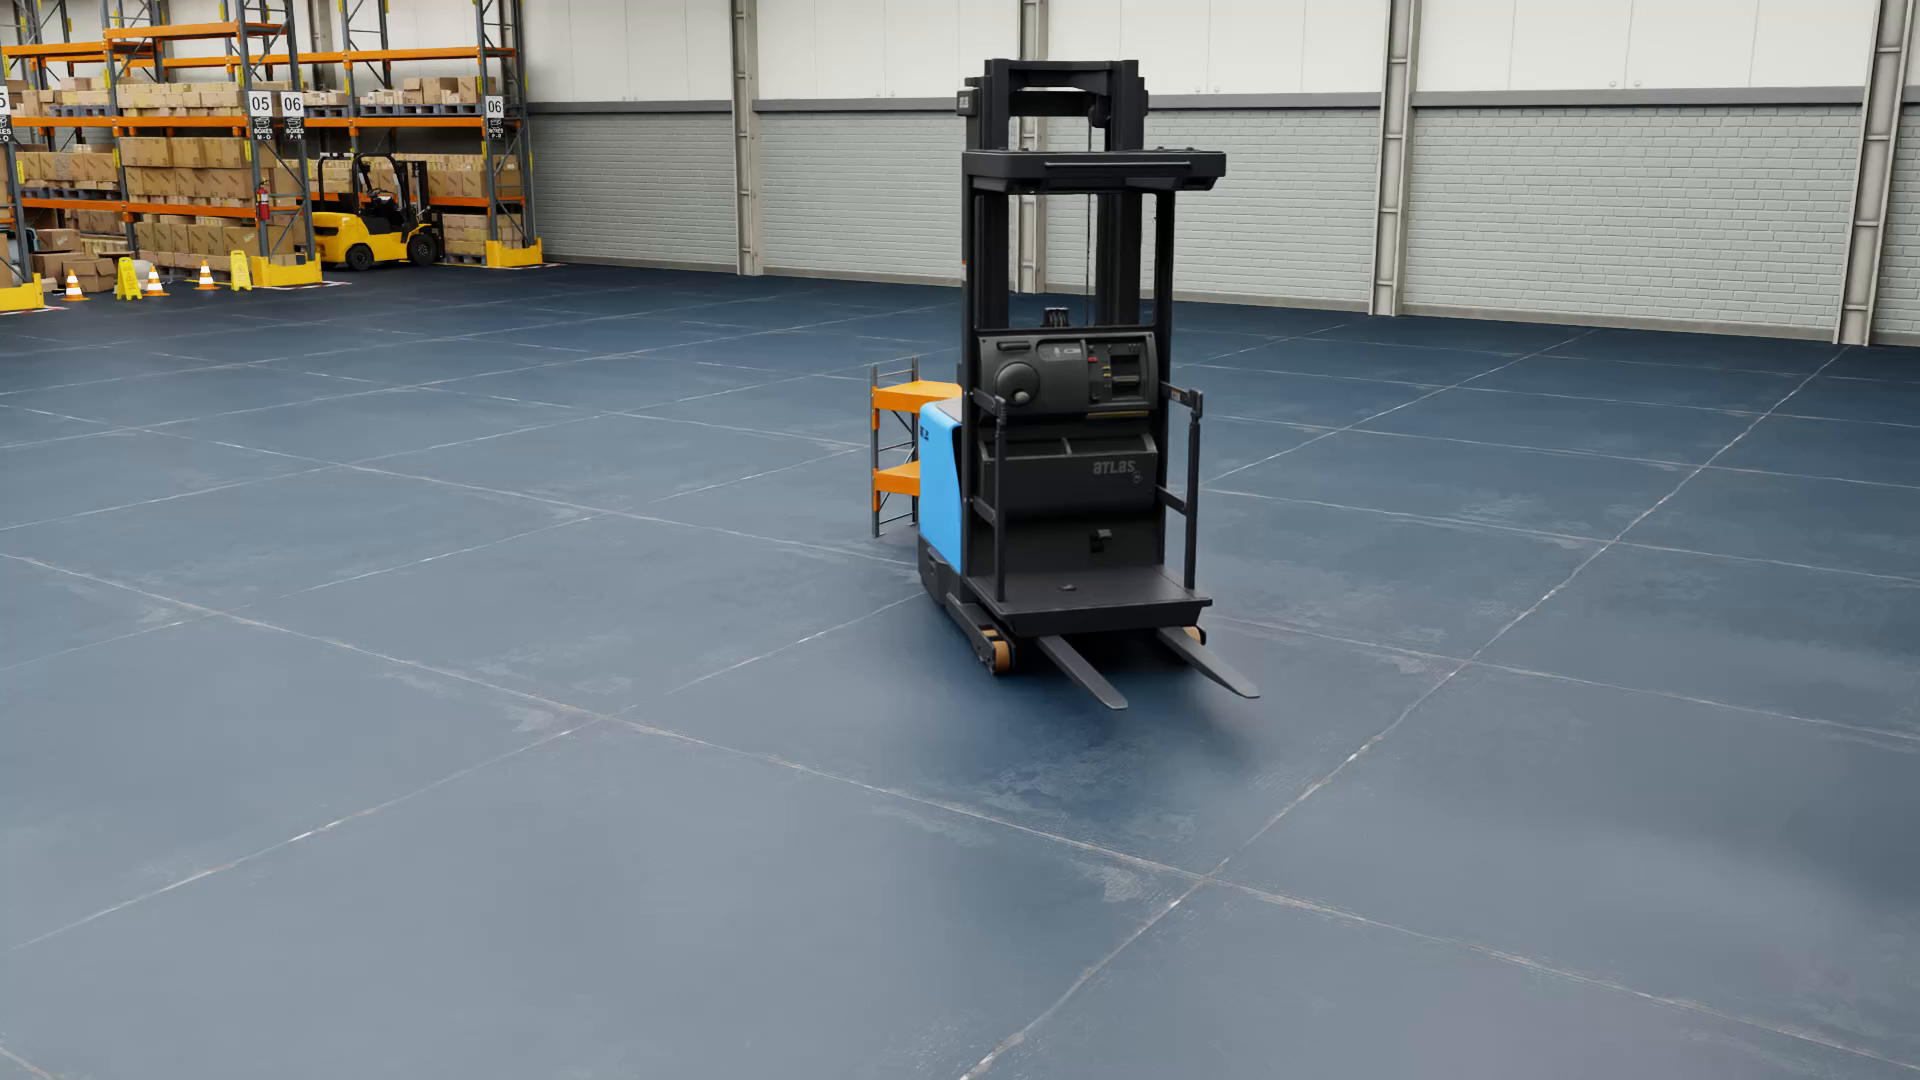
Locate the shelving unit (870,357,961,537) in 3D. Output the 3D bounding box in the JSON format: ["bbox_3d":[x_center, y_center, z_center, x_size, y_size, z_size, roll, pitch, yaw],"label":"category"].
[{"bbox_3d":[-0.006,-0.547,10.692,1.048,1.125,0.538,9,17,33],"label":"shelving unit"}]

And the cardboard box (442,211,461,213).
[{"bbox_3d":[-10.276,-6.509,33.642,0.500,0.250,0.500,9,16,32],"label":"cardboard box"}]

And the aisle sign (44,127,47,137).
[{"bbox_3d":[-22.233,-10.205,40.395,0.004,0.787,0.394,9,17,33],"label":"aisle sign"}]

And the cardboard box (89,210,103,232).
[{"bbox_3d":[-20.487,-7.669,39.888,0.500,0.500,0.500,10,17,34],"label":"cardboard box"}]

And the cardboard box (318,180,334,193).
[{"bbox_3d":[-13.040,-7.392,34.754,0.500,0.250,0.500,9,17,32],"label":"cardboard box"}]

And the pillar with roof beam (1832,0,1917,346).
[{"bbox_3d":[8.701,-5.955,16.152,0.400,9.000,9.100,9,17,33],"label":"pillar with roof beam"}]

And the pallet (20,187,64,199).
[{"bbox_3d":[-17.491,-6.762,32.296,1.003,0.211,1.213,9,17,33],"label":"pallet"}]

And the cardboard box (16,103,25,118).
[{"bbox_3d":[-17.763,-8.210,31.783,0.258,0.266,0.396,9,17,33],"label":"cardboard box"}]

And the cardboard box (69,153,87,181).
[{"bbox_3d":[-16.171,-6.943,30.925,0.500,0.500,0.500,10,17,35],"label":"cardboard box"}]

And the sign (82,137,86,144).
[{"bbox_3d":[-21.686,-9.816,41.166,0.005,0.325,0.100,9,17,33],"label":"sign"}]

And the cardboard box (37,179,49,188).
[{"bbox_3d":[-17.342,-6.799,31.696,0.250,0.149,0.380,9,17,33],"label":"cardboard box"}]

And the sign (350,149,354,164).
[{"bbox_3d":[-12.350,-7.797,33.834,0.005,0.325,0.100,9,17,33],"label":"sign"}]

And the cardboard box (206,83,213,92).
[{"bbox_3d":[-12.545,-7.681,28.231,0.250,0.149,0.380,9,17,33],"label":"cardboard box"}]

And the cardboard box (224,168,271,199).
[{"bbox_3d":[-12.107,-6.067,28.263,0.500,0.500,0.500,9,16,32],"label":"cardboard box"}]

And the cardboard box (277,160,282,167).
[{"bbox_3d":[-14.375,-8.056,35.567,0.250,0.149,0.380,9,17,33],"label":"cardboard box"}]

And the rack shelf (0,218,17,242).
[{"bbox_3d":[-15.842,-4.775,25.367,4.000,0.370,1.077,9,17,33],"label":"rack shelf"}]

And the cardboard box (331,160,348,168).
[{"bbox_3d":[-12.861,-7.822,34.622,0.250,0.149,0.380,9,17,33],"label":"cardboard box"}]

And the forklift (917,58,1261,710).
[{"bbox_3d":[0.607,-0.865,8.220,1.130,2.935,3.031,-3,14,-14],"label":"forklift"}]

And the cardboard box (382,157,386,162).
[{"bbox_3d":[-11.472,-7.740,33.669,0.250,0.149,0.380,9,16,32],"label":"cardboard box"}]

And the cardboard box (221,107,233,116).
[{"bbox_3d":[-12.180,-7.209,27.985,0.250,0.149,0.380,9,17,33],"label":"cardboard box"}]

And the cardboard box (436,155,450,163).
[{"bbox_3d":[-10.048,-7.478,32.613,0.250,0.149,0.380,10,17,34],"label":"cardboard box"}]

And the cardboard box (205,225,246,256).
[{"bbox_3d":[-12.749,-5.214,28.933,0.500,0.500,0.500,10,17,35],"label":"cardboard box"}]

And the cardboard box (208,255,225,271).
[{"bbox_3d":[-12.750,-4.851,29.027,0.500,0.250,0.500,9,17,33],"label":"cardboard box"}]

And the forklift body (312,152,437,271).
[{"bbox_3d":[-11.328,-6.325,31.899,1.214,2.155,2.313,9,17,33],"label":"forklift body"}]

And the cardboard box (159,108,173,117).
[{"bbox_3d":[-13.680,-7.446,28.940,0.250,0.149,0.380,9,16,32],"label":"cardboard box"}]

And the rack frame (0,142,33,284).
[{"bbox_3d":[-14.182,-4.856,24.197,0.127,3.000,1.000,9,17,33],"label":"rack frame"}]

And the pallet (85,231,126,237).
[{"bbox_3d":[-20.279,-7.358,40.108,1.213,0.211,1.003,9,17,33],"label":"pallet"}]

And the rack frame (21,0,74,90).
[{"bbox_3d":[-22.013,-11.904,40.186,0.127,3.000,1.000,9,17,33],"label":"rack frame"}]

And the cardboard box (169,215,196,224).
[{"bbox_3d":[-13.761,-5.675,29.444,0.250,0.149,0.380,10,17,36],"label":"cardboard box"}]

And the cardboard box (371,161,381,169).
[{"bbox_3d":[-11.722,-7.617,33.792,0.250,0.149,0.380,10,17,34],"label":"cardboard box"}]

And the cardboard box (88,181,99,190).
[{"bbox_3d":[-15.846,-6.555,30.710,0.250,0.149,0.380,9,16,32],"label":"cardboard box"}]

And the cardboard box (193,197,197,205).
[{"bbox_3d":[-13.191,-5.951,29.143,0.250,0.149,0.380,9,17,33],"label":"cardboard box"}]

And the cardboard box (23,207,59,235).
[{"bbox_3d":[-18.668,-6.211,33.219,0.875,0.875,0.875,9,17,32],"label":"cardboard box"}]

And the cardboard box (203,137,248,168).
[{"bbox_3d":[-12.465,-6.629,28.452,0.500,0.500,0.700,9,17,33],"label":"cardboard box"}]

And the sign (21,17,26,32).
[{"bbox_3d":[-22.316,-12.288,39.627,0.005,0.325,0.100,9,17,33],"label":"sign"}]

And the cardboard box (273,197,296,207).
[{"bbox_3d":[-11.670,-5.821,28.620,0.250,0.149,0.380,9,17,33],"label":"cardboard box"}]

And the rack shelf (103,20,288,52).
[{"bbox_3d":[-13.163,-8.686,28.688,4.000,0.370,1.077,9,17,33],"label":"rack shelf"}]

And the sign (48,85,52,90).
[{"bbox_3d":[-17.837,-8.744,32.586,0.005,0.325,0.100,9,17,33],"label":"sign"}]

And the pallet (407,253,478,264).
[{"bbox_3d":[-10.402,-5.751,33.616,1.213,0.211,1.003,9,17,33],"label":"pallet"}]

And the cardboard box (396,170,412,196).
[{"bbox_3d":[-10.971,-7.186,33.401,0.500,0.500,0.500,9,17,32],"label":"cardboard box"}]

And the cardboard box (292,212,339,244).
[{"bbox_3d":[-13.759,-6.708,35.747,0.625,0.625,0.875,8,16,31],"label":"cardboard box"}]

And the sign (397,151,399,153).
[{"bbox_3d":[-11.747,-7.953,34.740,0.005,0.325,0.100,9,17,33],"label":"sign"}]

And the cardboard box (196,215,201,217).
[{"bbox_3d":[-17.132,-7.129,37.706,0.500,0.500,0.500,8,16,31],"label":"cardboard box"}]

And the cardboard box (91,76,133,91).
[{"bbox_3d":[-15.375,-8.275,30.164,0.500,0.250,0.500,10,17,34],"label":"cardboard box"}]

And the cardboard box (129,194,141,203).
[{"bbox_3d":[-14.740,-6.165,30.007,0.250,0.149,0.380,9,17,33],"label":"cardboard box"}]

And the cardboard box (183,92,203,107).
[{"bbox_3d":[-12.928,-7.535,28.472,0.500,0.250,0.500,10,17,34],"label":"cardboard box"}]

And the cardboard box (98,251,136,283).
[{"bbox_3d":[-14.693,-4.766,29.029,0.500,0.500,0.500,-4,14,-16],"label":"cardboard box"}]

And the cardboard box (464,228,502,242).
[{"bbox_3d":[-9.315,-5.961,32.471,0.500,0.250,0.500,9,16,32],"label":"cardboard box"}]

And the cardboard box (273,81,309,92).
[{"bbox_3d":[-14.065,-9.394,34.998,0.500,0.500,0.500,10,17,34],"label":"cardboard box"}]

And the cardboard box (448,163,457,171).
[{"bbox_3d":[-9.789,-7.312,32.559,0.250,0.149,0.380,9,17,32],"label":"cardboard box"}]

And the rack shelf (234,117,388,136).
[{"bbox_3d":[-13.715,-8.758,35.215,4.000,0.370,1.077,9,17,33],"label":"rack shelf"}]

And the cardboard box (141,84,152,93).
[{"bbox_3d":[-14.094,-7.900,29.115,0.250,0.149,0.380,9,17,32],"label":"cardboard box"}]

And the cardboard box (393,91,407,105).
[{"bbox_3d":[-10.993,-8.767,32.951,0.258,0.266,0.396,9,16,31],"label":"cardboard box"}]

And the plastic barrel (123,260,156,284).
[{"bbox_3d":[-14.062,-4.581,28.448,0.512,0.421,0.421,-4,14,-16],"label":"plastic barrel"}]

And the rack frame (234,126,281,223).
[{"bbox_3d":[-15.374,-7.920,36.573,0.127,3.000,1.000,9,17,33],"label":"rack frame"}]
